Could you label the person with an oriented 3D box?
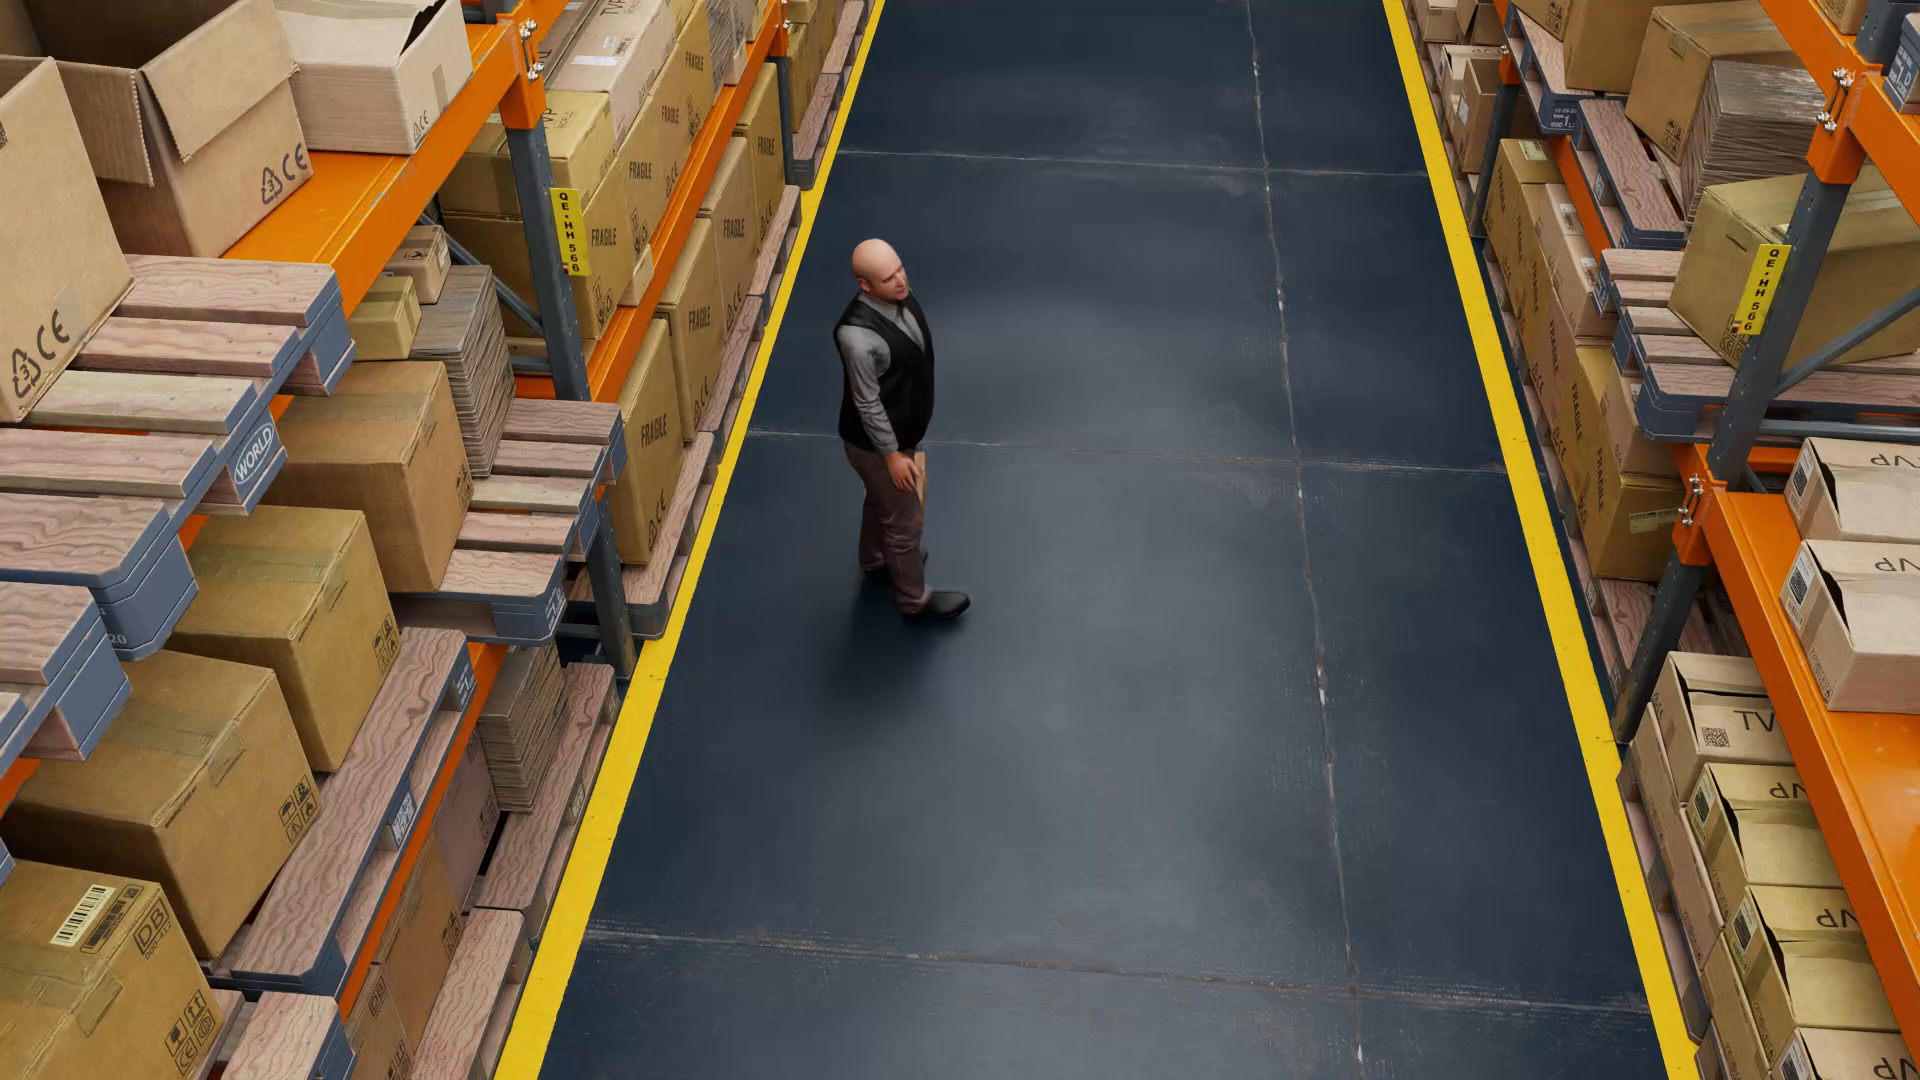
[{"bbox_3d":[-0.271,-0.390,6.715,0.385,1.470,0.564,8,40,9],"label":"person"}]
